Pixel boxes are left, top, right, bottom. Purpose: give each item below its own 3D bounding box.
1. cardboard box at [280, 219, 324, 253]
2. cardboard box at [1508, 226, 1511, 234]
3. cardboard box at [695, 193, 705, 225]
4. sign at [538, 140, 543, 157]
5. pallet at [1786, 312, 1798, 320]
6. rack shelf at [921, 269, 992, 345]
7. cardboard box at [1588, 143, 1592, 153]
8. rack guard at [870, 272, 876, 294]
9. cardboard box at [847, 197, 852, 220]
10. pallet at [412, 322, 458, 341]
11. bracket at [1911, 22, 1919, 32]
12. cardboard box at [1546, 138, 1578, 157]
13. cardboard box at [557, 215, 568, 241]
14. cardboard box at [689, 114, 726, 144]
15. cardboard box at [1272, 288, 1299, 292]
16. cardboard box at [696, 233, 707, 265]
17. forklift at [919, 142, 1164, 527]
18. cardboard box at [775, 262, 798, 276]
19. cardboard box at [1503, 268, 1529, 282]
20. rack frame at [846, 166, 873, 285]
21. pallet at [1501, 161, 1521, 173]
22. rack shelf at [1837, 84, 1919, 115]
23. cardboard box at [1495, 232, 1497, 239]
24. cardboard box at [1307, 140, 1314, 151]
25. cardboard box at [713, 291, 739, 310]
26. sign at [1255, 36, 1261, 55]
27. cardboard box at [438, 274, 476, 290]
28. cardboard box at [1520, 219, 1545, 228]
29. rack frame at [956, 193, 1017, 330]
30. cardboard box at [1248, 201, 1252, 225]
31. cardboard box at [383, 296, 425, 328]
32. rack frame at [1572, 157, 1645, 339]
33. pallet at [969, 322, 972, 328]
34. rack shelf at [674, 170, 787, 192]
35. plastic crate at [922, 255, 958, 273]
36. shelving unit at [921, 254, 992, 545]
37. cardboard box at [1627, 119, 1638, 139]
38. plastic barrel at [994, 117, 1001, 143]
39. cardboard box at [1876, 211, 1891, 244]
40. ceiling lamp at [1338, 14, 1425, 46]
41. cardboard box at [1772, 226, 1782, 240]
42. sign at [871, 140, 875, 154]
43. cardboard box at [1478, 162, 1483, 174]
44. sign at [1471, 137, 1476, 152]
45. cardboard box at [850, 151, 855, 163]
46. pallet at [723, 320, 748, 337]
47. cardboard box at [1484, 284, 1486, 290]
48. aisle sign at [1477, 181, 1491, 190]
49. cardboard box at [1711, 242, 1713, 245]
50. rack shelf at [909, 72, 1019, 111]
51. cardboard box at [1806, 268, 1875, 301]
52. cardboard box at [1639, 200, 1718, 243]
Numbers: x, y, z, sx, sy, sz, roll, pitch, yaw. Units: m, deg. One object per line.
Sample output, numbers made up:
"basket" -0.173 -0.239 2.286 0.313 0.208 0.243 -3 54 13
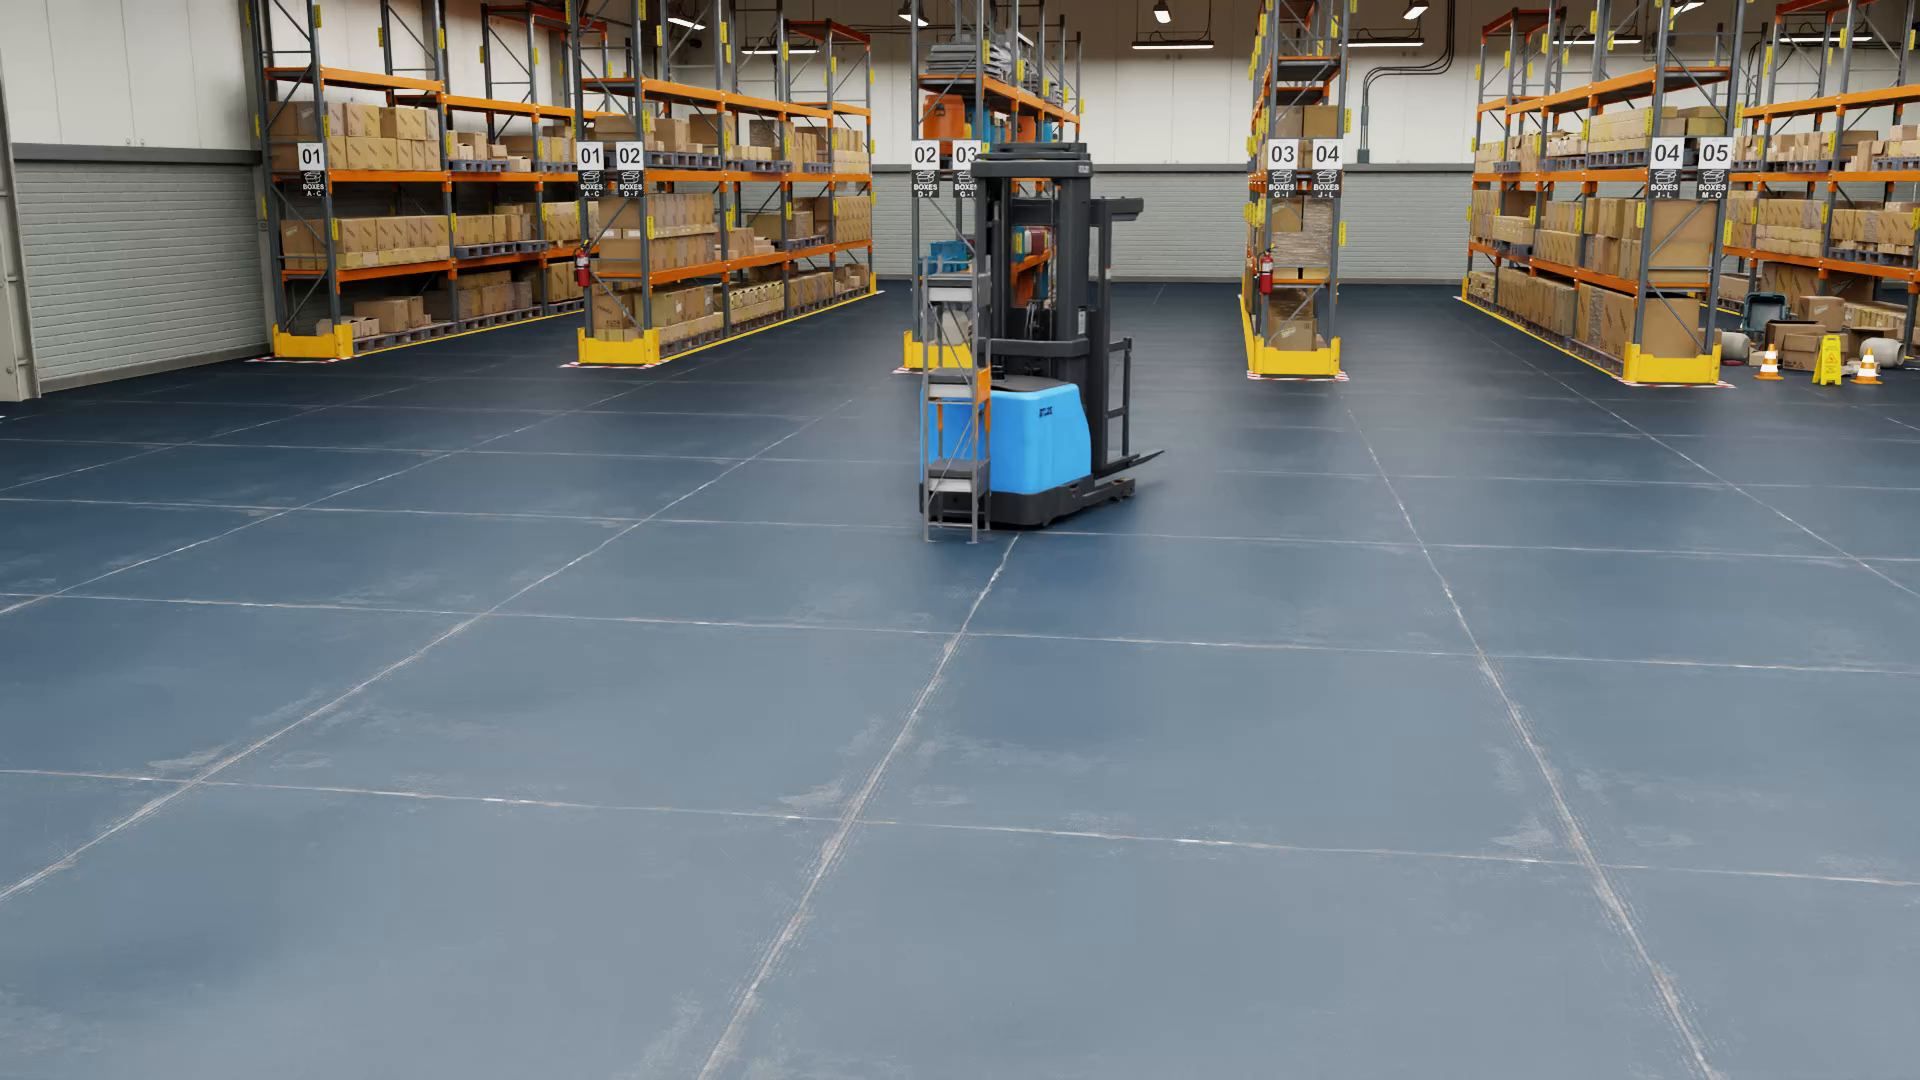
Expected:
"cardboard box" -10.109 -4.692 25.675 0.500 0.500 0.500 2 12 8
"cardboard box" 10.650 -5.901 31.646 0.380 0.149 0.250 2 12 10
"cardboard box" -4.600 -5.443 27.311 0.700 0.500 0.500 2 12 9
"sign" -8.205 -7.651 32.527 0.100 0.325 0.005 2 12 9
"pallet" 16.120 -4.199 31.476 1.003 0.211 1.213 2 12 9
"rack shelf" -0.021 -1.722 12.243 0.431 0.518 0.480 3 12 12
"cardboard box" 9.820 -5.987 25.395 0.380 0.149 0.250 2 12 8
"rack guard" -2.627 -6.217 40.157 1.175 0.500 0.348 2 12 9
"cardboard box" -2.722 -7.464 37.395 0.500 0.500 0.500 2 12 7
"pallet" -9.425 -3.613 28.757 1.003 0.211 1.213 2 12 9
"bracket" 23.252 -12.468 40.443 0.235 0.232 0.430 2 12 9
"cardboard box" 10.499 -6.820 28.876 0.500 0.311 0.500 2 12 9
"cardboard box" -8.324 -6.355 33.872 0.500 0.500 0.500 2 12 11
"cardboard box" -4.327 -7.049 28.542 0.500 0.500 0.500 2 12 9
"cardboard box" 5.797 -4.577 29.719 0.500 0.250 0.500 3 13 15
"cardboard box" -4.598 -4.804 27.425 0.700 0.500 0.500 2 12 8
"forklift" 0.841 -1.799 13.885 1.130 2.935 3.031 7 14 29
"cardboard box" -3.700 -5.681 34.845 0.500 0.250 0.500 2 12 9
"cardboard box" 10.988 -5.213 32.718 0.500 0.250 0.500 2 12 10
"rack frame" -2.616 -7.455 39.967 1.000 3.000 0.127 2 12 9
"pallet" 11.086 -7.153 31.888 1.213 0.211 1.003 2 12 9
"rack shelf" 15.426 -7.116 26.811 1.077 0.370 4.000 2 12 9
"cardboard box" 10.891 -6.077 33.169 0.380 0.149 0.250 2 12 10
"cardboard box" 4.982 -5.441 22.908 0.380 0.149 0.250 2 12 8
"cardboard box" -4.151 -4.171 28.924 0.500 0.311 0.500 2 12 9
"sign" 5.393 -8.952 30.079 0.100 0.325 0.005 2 12 9
"cardboard box" -9.195 -4.722 30.394 0.500 0.250 0.500 2 12 7
"cardboard box" 10.450 -5.777 30.365 0.380 0.149 0.250 1 12 6
"rack frame" 0.433 -4.796 27.628 1.000 3.000 0.127 2 12 9
"cardboard box" 6.681 -7.269 36.972 0.500 0.500 0.500 2 12 7
"cardboard box" -9.477 -3.893 28.325 0.500 0.500 0.500 1 12 4
"rack frame" 10.212 -4.454 26.040 1.000 3.000 0.127 2 12 9
"pallet" 0.515 -3.598 28.686 1.003 0.211 1.213 2 12 9
"rack shelf" -4.154 -6.488 30.068 1.077 0.370 4.000 2 12 9
"plastic crate" -0.296 -4.140 24.934 0.499 0.251 0.408 2 12 9
"shelving unit" -0.021 -1.051 12.387 0.431 2.100 0.503 3 12 12
"cardboard box" 9.474 -5.629 22.787 0.500 0.250 0.500 2 12 9
"plastic barrel" 0.397 -6.756 28.414 0.600 0.901 0.600 0 12 0
"cardboard box" 15.123 -5.028 26.764 0.500 0.500 0.500 2 12 11
"ceiling lamp" 10.090 -13.396 39.438 2.000 3.185 0.800 2 12 9
"cardboard box" 15.847 -5.855 31.710 0.500 0.250 0.500 2 12 9
"sign" -2.070 -9.332 39.455 0.100 0.325 0.005 2 12 9
"cardboard box" 11.651 -8.150 36.427 0.500 0.250 0.500 2 12 10
"sign" 11.522 -8.863 37.304 0.100 0.325 0.005 2 12 9
"cardboard box" -2.670 -8.665 37.630 0.500 0.250 0.500 2 12 9
"pallet" -4.386 -3.749 29.387 1.003 0.211 1.213 2 12 9
"cardboard box" 11.446 -5.423 35.601 0.380 0.149 0.250 1 12 6
"aisle sign" 11.773 -8.248 37.472 0.394 0.787 0.004 2 12 9
"cardboard box" 16.557 -6.664 36.060 0.500 0.500 0.500 2 12 8
"rack shelf" 0.125 -6.765 25.182 1.077 0.370 4.000 2 12 9
"cardboard box" 15.922 -4.455 30.091 0.875 0.875 0.875 2 12 8
"cardboard box" 9.692 -4.298 22.399 0.875 0.550 0.550 2 12 9
